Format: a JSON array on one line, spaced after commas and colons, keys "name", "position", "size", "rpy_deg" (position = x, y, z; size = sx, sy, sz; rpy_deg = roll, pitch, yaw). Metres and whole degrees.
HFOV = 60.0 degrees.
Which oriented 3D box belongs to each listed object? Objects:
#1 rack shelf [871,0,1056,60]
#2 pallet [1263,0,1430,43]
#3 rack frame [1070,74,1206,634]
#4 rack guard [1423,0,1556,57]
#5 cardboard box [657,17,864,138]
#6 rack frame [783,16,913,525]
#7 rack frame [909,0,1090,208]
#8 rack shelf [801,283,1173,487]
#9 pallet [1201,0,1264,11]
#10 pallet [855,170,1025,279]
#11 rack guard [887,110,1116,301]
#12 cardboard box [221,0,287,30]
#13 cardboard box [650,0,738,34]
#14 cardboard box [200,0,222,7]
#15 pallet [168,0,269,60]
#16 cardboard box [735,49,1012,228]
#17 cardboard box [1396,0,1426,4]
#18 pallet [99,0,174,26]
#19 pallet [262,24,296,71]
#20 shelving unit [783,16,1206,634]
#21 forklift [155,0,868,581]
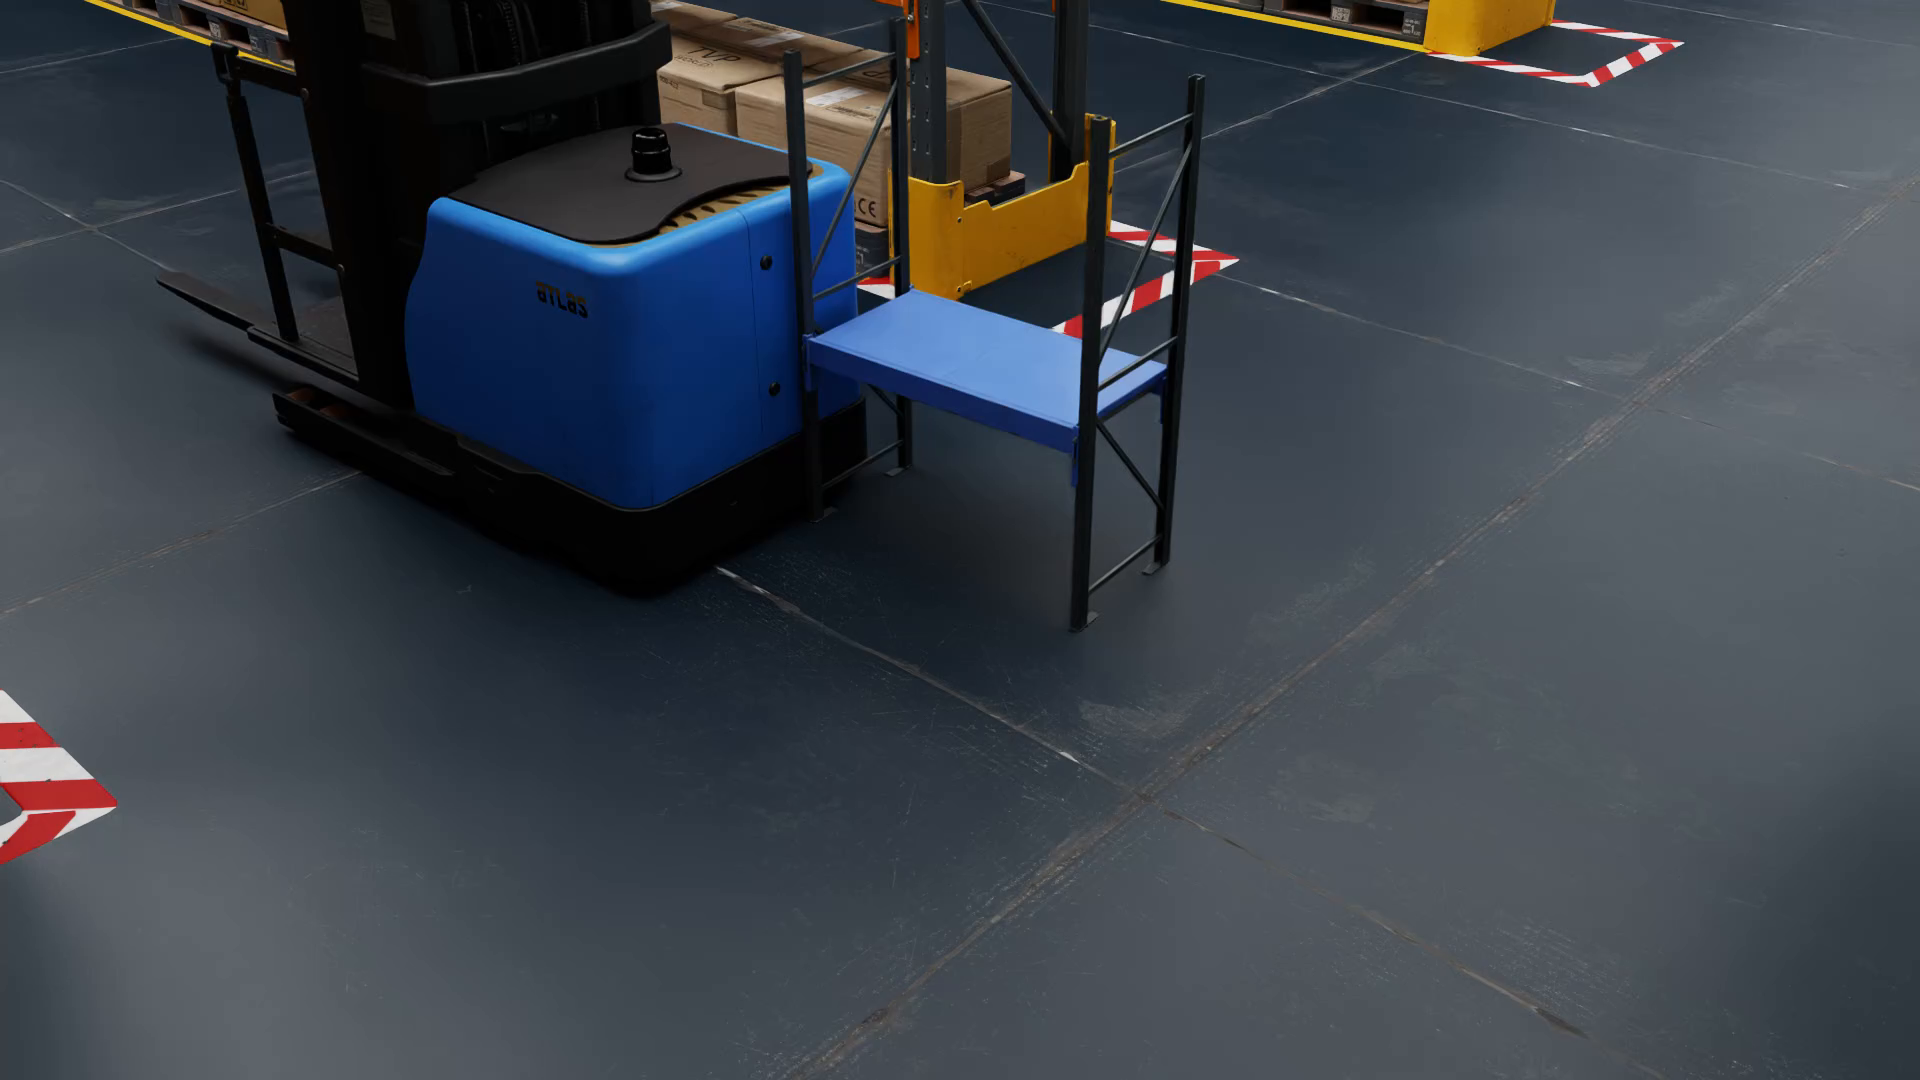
[{"name": "rack shelf", "position": [-1.305, -2.930, 7.906], "size": [4.000, 0.370, 1.077], "rpy_deg": [25, 39, 35]}, {"name": "pallet", "position": [2.789, -3.600, 11.026], "size": [1.213, 0.211, 1.003], "rpy_deg": [25, 39, 35]}, {"name": "rack frame", "position": [0.482, -0.479, 4.591], "size": [0.032, 1.500, 0.500], "rpy_deg": [22, 37, 31]}, {"name": "rack guard", "position": [3.368, -3.429, 10.462], "size": [0.348, 0.500, 1.175], "rpy_deg": [25, 39, 35]}, {"name": "cardboard box", "position": [-1.063, -2.132, 7.960], "size": [0.875, 0.438, 0.875], "rpy_deg": [26, 40, 36]}, {"name": "rack frame", "position": [-0.324, -0.798, 5.122], "size": [0.032, 1.500, 0.500], "rpy_deg": [22, 37, 31]}, {"name": "rack frame", "position": [0.178, -2.546, 6.571], "size": [0.127, 3.000, 1.000], "rpy_deg": [25, 39, 35]}, {"name": "rack shelf", "position": [0.079, -0.484, 4.949], "size": [1.000, 0.185, 0.538], "rpy_deg": [22, 37, 31]}, {"name": "pallet", "position": [1.889, -4.023, 11.727], "size": [1.213, 0.211, 1.003], "rpy_deg": [25, 39, 35]}, {"name": "pallet", "position": [-0.468, -1.598, 7.700], "size": [1.213, 0.211, 1.003], "rpy_deg": [25, 39, 35]}, {"name": "rack guard", "position": [0.196, -1.467, 7.202], "size": [0.348, 0.500, 1.175], "rpy_deg": [25, 39, 35]}, {"name": "cardboard box", "position": [-3.976, -3.694, 10.130], "size": [0.875, 0.875, 0.875], "rpy_deg": [26, 40, 36]}, {"name": "cardboard box", "position": [-1.730, -2.445, 8.480], "size": [0.875, 0.438, 0.875], "rpy_deg": [24, 38, 34]}, {"name": "cardboard box", "position": [-4.639, -4.003, 10.645], "size": [0.875, 0.875, 0.875], "rpy_deg": [26, 39, 36]}, {"name": "pallet", "position": [-4.319, -3.396, 10.687], "size": [1.213, 0.211, 1.003], "rpy_deg": [25, 39, 35]}, {"name": "cardboard box", "position": [-0.379, -1.819, 7.440], "size": [0.875, 0.438, 0.875], "rpy_deg": [24, 38, 34]}, {"name": "cardboard box", "position": [2.894, -3.535, 10.571], "size": [0.250, 0.149, 0.380], "rpy_deg": [26, 40, 36]}, {"name": "pallet", "position": [-5.220, -3.819, 11.388], "size": [1.213, 0.211, 1.003], "rpy_deg": [25, 39, 35]}, {"name": "pallet", "position": [-3.411, -2.974, 9.986], "size": [1.213, 0.211, 1.003], "rpy_deg": [25, 39, 35]}, {"name": "shelving unit", "position": [0.079, -0.639, 4.856], "size": [1.048, 1.500, 0.538], "rpy_deg": [22, 37, 31]}, {"name": "forklift", "position": [-1.776, -1.748, 5.312], "size": [3.031, 2.935, 1.130], "rpy_deg": [22, 38, 32]}]
